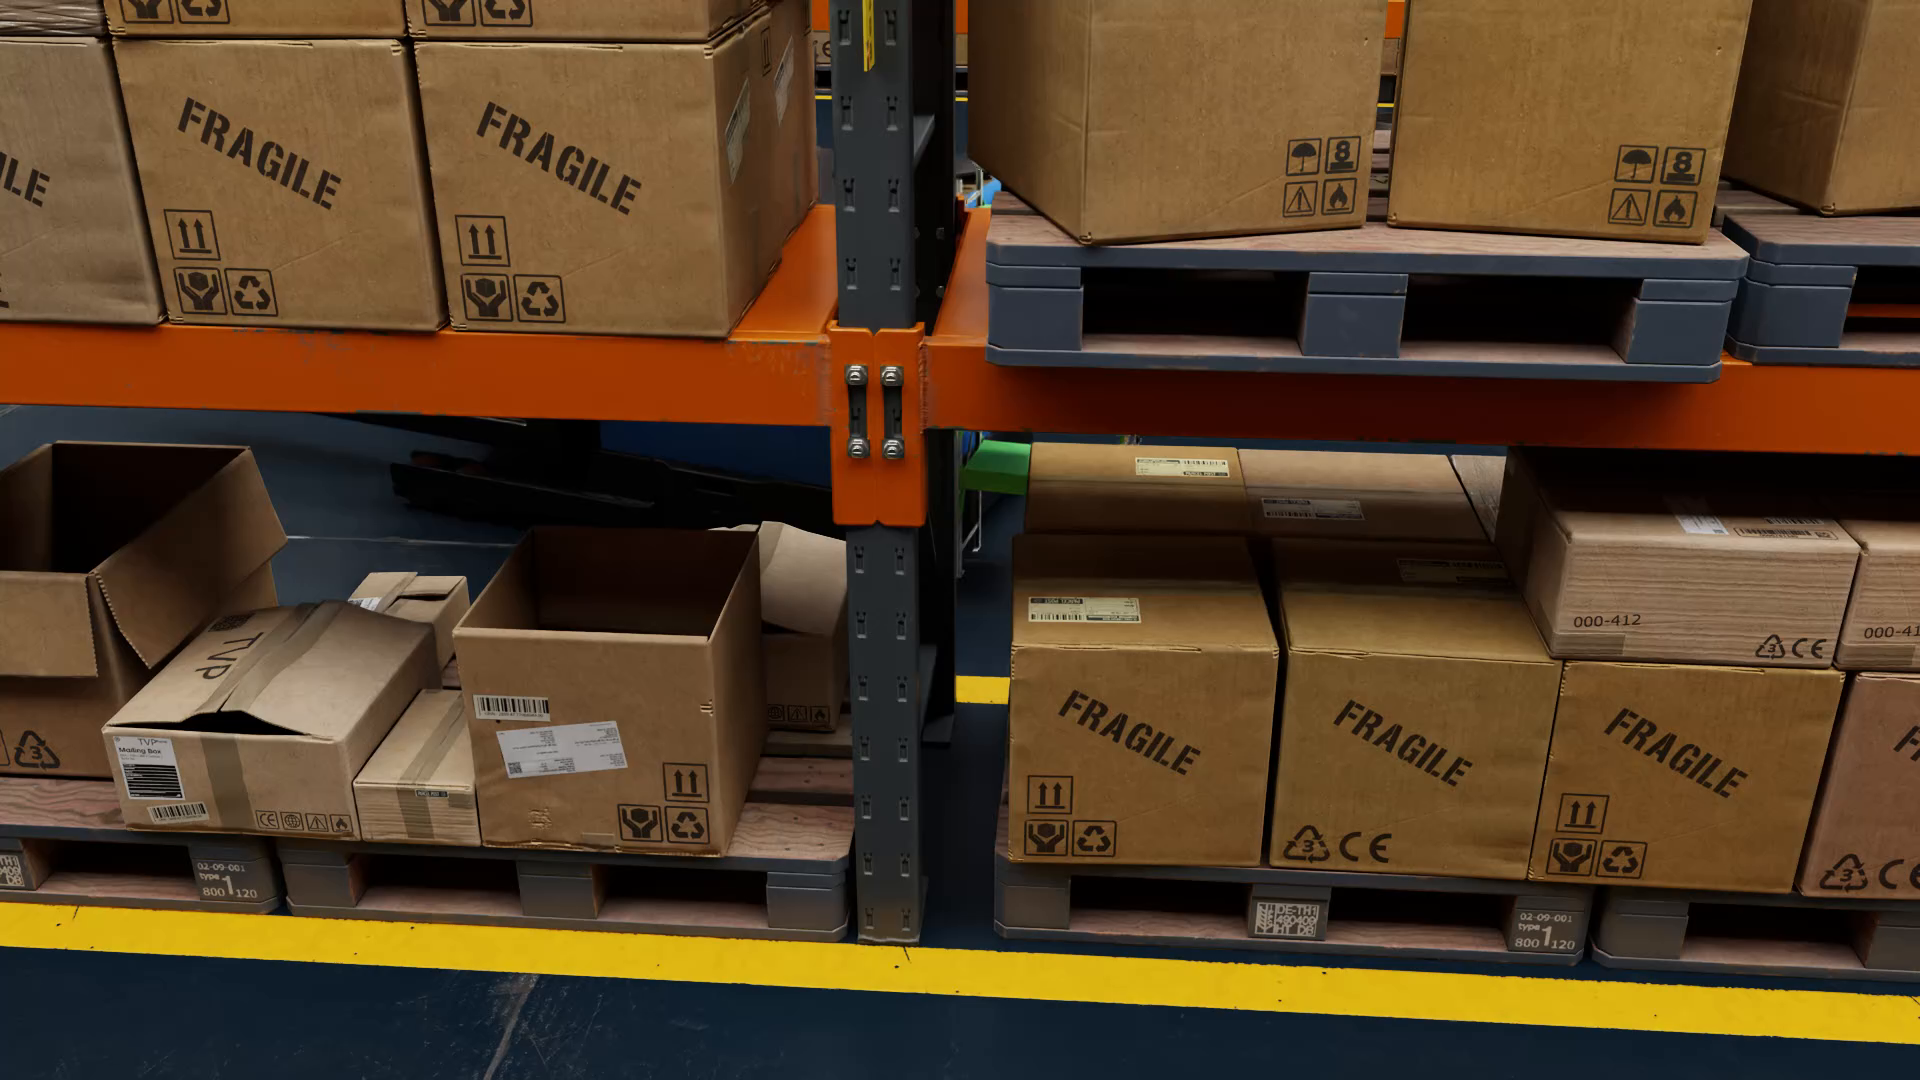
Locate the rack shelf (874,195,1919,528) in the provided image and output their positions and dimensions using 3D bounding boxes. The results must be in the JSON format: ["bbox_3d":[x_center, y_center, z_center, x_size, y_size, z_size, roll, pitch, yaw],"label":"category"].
[{"bbox_3d":[1.884,-0.343,3.267,4.000,0.370,1.077,2,25,4],"label":"rack shelf"}]

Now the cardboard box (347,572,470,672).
[{"bbox_3d":[-1.375,0.227,4.032,0.250,0.166,0.380,2,25,4],"label":"cardboard box"}]

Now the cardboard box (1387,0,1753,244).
[{"bbox_3d":[1.036,-0.866,2.921,0.500,0.500,0.700,6,25,12],"label":"cardboard box"}]

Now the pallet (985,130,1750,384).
[{"bbox_3d":[0.678,-0.575,3.142,1.213,0.211,1.003,2,25,4],"label":"pallet"}]

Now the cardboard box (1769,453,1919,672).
[{"bbox_3d":[1.851,0.026,3.171,0.500,0.250,0.500,1,25,3],"label":"cardboard box"}]

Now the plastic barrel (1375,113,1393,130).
[{"bbox_3d":[2.076,-1.756,7.952,0.421,0.512,0.421,0,25,0],"label":"plastic barrel"}]

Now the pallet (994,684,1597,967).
[{"bbox_3d":[0.704,0.543,3.817,1.213,0.211,1.003,2,25,4],"label":"pallet"}]

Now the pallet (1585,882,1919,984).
[{"bbox_3d":[1.924,0.581,3.734,1.213,0.211,1.003,2,25,4],"label":"pallet"}]

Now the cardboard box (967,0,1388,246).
[{"bbox_3d":[0.345,-0.861,2.912,0.500,0.500,0.700,-6,25,-14],"label":"cardboard box"}]

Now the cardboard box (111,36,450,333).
[{"bbox_3d":[-1.142,-0.704,3.072,0.500,0.500,0.500,3,25,5],"label":"cardboard box"}]

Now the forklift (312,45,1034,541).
[{"bbox_3d":[-1.317,-1.601,5.222,3.031,2.935,1.130,10,27,21],"label":"forklift"}]

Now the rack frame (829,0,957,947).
[{"bbox_3d":[-0.110,-0.734,3.256,0.127,3.000,1.000,2,25,4],"label":"rack frame"}]

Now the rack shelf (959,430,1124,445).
[{"bbox_3d":[0.261,-0.390,4.816,0.480,0.148,0.258,7,26,14],"label":"rack shelf"}]

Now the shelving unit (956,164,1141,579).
[{"bbox_3d":[0.261,-0.448,4.789,0.503,1.200,0.258,7,26,14],"label":"shelving unit"}]

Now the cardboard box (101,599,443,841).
[{"bbox_3d":[-1.448,0.364,3.561,0.500,0.311,0.500,2,25,4],"label":"cardboard box"}]

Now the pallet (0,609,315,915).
[{"bbox_3d":[-2.014,0.473,3.970,1.213,0.211,1.003,2,25,4],"label":"pallet"}]

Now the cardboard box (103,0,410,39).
[{"bbox_3d":[-1.145,-1.157,2.860,0.500,0.500,0.500,1,25,3],"label":"cardboard box"}]

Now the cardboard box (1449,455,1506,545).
[{"bbox_3d":[1.396,0.134,3.835,0.500,0.500,0.500,2,25,5],"label":"cardboard box"}]

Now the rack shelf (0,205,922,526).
[{"bbox_3d":[-2.104,-0.471,3.545,4.000,0.370,1.077,2,25,4],"label":"rack shelf"}]

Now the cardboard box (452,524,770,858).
[{"bbox_3d":[-0.700,0.302,3.469,0.500,0.500,0.500,2,25,4],"label":"cardboard box"}]

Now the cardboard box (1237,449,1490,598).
[{"bbox_3d":[0.896,0.118,3.870,0.500,0.500,0.500,2,25,4],"label":"cardboard box"}]

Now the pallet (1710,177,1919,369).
[{"bbox_3d":[1.939,-0.579,3.149,1.213,0.211,1.003,2,25,4],"label":"pallet"}]

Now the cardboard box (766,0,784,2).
[{"bbox_3d":[-0.558,-1.366,3.314,0.500,0.500,0.500,2,25,5],"label":"cardboard box"}]

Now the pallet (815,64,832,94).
[{"bbox_3d":[-1.320,-3.690,13.018,1.213,0.211,1.003,2,25,4],"label":"pallet"}]

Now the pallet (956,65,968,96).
[{"bbox_3d":[-0.100,-3.652,12.935,1.213,0.211,1.003,2,25,4],"label":"pallet"}]

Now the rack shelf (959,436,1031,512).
[{"bbox_3d":[0.261,-0.172,4.916,0.480,0.148,0.258,7,26,14],"label":"rack shelf"}]

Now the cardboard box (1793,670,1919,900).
[{"bbox_3d":[1.888,0.367,3.328,0.500,0.500,0.500,1,25,2],"label":"cardboard box"}]

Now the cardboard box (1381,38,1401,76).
[{"bbox_3d":[3.066,-4.022,12.443,0.875,0.875,1.225,2,25,4],"label":"cardboard box"}]

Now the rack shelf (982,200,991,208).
[{"bbox_3d":[0.261,-0.826,4.615,0.480,0.148,0.258,7,26,14],"label":"rack shelf"}]

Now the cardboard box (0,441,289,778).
[{"bbox_3d":[-1.984,0.143,3.812,0.637,0.503,0.797,2,25,4],"label":"cardboard box"}]

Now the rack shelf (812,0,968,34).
[{"bbox_3d":[-1.721,-2.535,8.032,4.000,0.370,1.077,2,25,4],"label":"rack shelf"}]

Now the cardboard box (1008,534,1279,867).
[{"bbox_3d":[0.354,0.319,3.432,0.500,0.500,0.500,1,25,2],"label":"cardboard box"}]

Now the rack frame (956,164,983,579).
[{"bbox_3d":[0.026,-0.476,4.849,0.015,1.200,0.240,7,26,14],"label":"rack frame"}]

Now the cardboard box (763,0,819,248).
[{"bbox_3d":[-0.597,-0.909,3.517,0.500,0.500,0.500,2,25,5],"label":"cardboard box"}]

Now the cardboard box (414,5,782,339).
[{"bbox_3d":[-0.628,-0.688,3.037,0.500,0.500,0.500,2,25,5],"label":"cardboard box"}]

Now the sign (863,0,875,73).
[{"bbox_3d":[-0.144,-0.900,2.583,0.005,0.325,0.100,2,25,4],"label":"sign"}]

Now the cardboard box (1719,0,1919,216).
[{"bbox_3d":[1.656,-0.939,3.080,0.500,0.500,0.700,-4,25,-9],"label":"cardboard box"}]

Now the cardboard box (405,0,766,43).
[{"bbox_3d":[-0.634,-1.142,2.827,0.500,0.500,0.500,2,25,4],"label":"cardboard box"}]

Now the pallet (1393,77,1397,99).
[{"bbox_3d":[3.860,-3.524,12.656,1.213,0.211,1.003,2,25,4],"label":"pallet"}]

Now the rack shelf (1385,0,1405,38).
[{"bbox_3d":[2.267,-2.407,7.754,4.000,0.370,1.077,2,25,4],"label":"rack shelf"}]

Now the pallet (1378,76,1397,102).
[{"bbox_3d":[2.647,-3.564,12.744,1.213,0.211,1.003,2,25,4],"label":"pallet"}]

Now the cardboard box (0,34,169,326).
[{"bbox_3d":[-1.655,-0.720,3.106,0.500,0.500,0.500,2,25,5],"label":"cardboard box"}]

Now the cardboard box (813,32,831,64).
[{"bbox_3d":[-0.897,-4.171,12.766,0.875,0.875,0.875,2,25,4],"label":"cardboard box"}]

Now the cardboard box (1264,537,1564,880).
[{"bbox_3d":[0.886,0.332,3.405,0.500,0.500,0.500,2,25,5],"label":"cardboard box"}]

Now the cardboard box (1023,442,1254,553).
[{"bbox_3d":[0.404,0.098,3.912,0.500,0.500,0.500,2,25,4],"label":"cardboard box"}]

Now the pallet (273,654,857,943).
[{"bbox_3d":[-0.795,0.511,3.888,1.213,0.211,1.003,2,25,4],"label":"pallet"}]

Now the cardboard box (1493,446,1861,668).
[{"bbox_3d":[1.351,0.010,3.206,0.500,0.250,0.500,2,25,4],"label":"cardboard box"}]

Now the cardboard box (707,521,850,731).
[{"bbox_3d":[-0.512,0.184,3.951,0.500,0.311,0.500,2,25,4],"label":"cardboard box"}]

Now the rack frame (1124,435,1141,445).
[{"bbox_3d":[0.496,-0.421,4.730,0.015,1.200,0.240,7,26,14],"label":"rack frame"}]

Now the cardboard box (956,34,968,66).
[{"bbox_3d":[0.000,-4.142,12.703,0.875,0.875,0.875,2,25,4],"label":"cardboard box"}]

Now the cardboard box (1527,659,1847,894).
[{"bbox_3d":[1.384,0.351,3.364,0.500,0.500,0.500,2,25,5],"label":"cardboard box"}]

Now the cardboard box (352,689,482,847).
[{"bbox_3d":[-1.078,0.475,3.514,0.250,0.149,0.380,2,25,4],"label":"cardboard box"}]

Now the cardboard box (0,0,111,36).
[{"bbox_3d":[-1.647,-1.173,2.895,0.500,0.500,0.500,2,25,4],"label":"cardboard box"}]
